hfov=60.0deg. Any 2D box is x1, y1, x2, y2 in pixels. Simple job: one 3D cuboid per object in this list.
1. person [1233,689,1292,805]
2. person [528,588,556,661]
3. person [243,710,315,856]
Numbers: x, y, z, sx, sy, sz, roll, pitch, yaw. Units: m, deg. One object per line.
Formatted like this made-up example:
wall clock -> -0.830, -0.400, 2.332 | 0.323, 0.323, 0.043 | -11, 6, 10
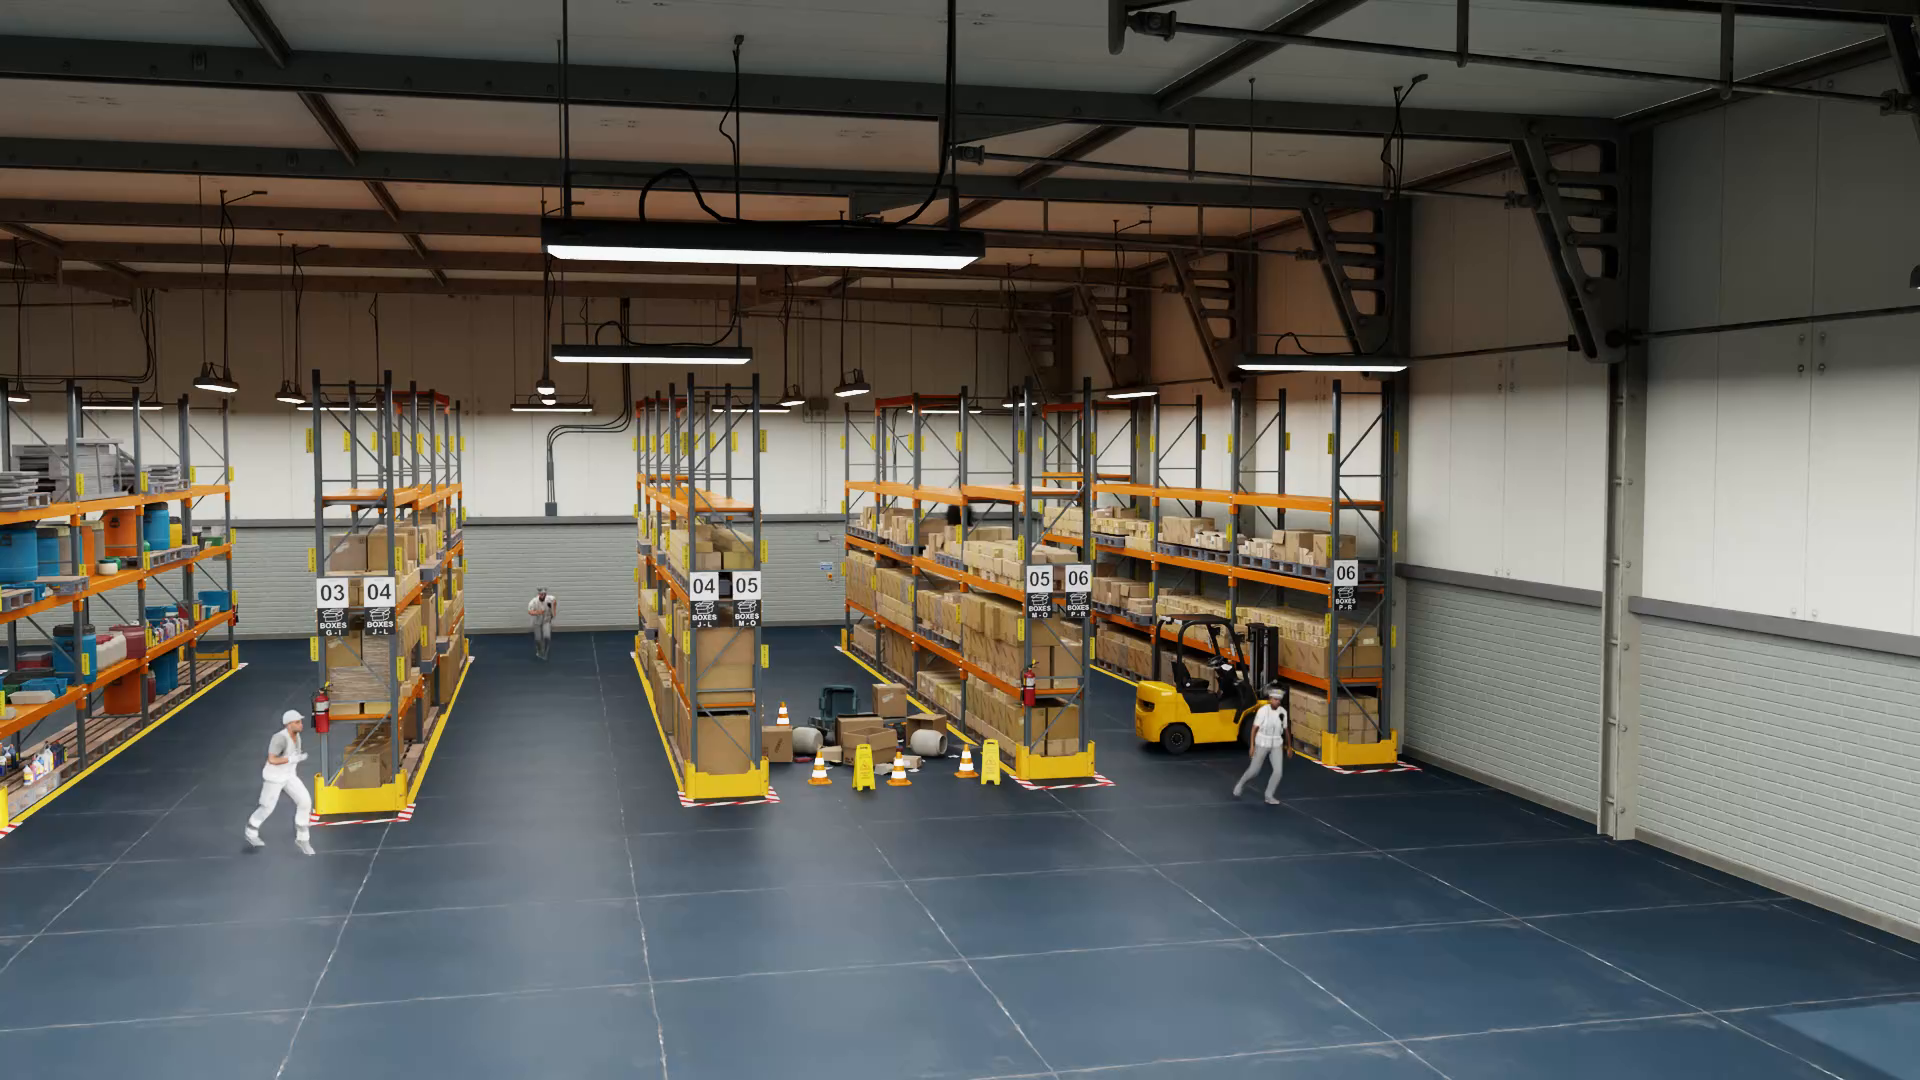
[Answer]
person -> 4.225, 2.850, 23.207 | 0.689, 1.615, 0.650 | -1, 3, -12
person -> -9.684, 1.968, 38.569 | 0.674, 1.767, 0.954 | -1, 4, -20
person -> -8.336, 2.957, 20.276 | 0.984, 1.791, 0.636 | 1, 4, 20
